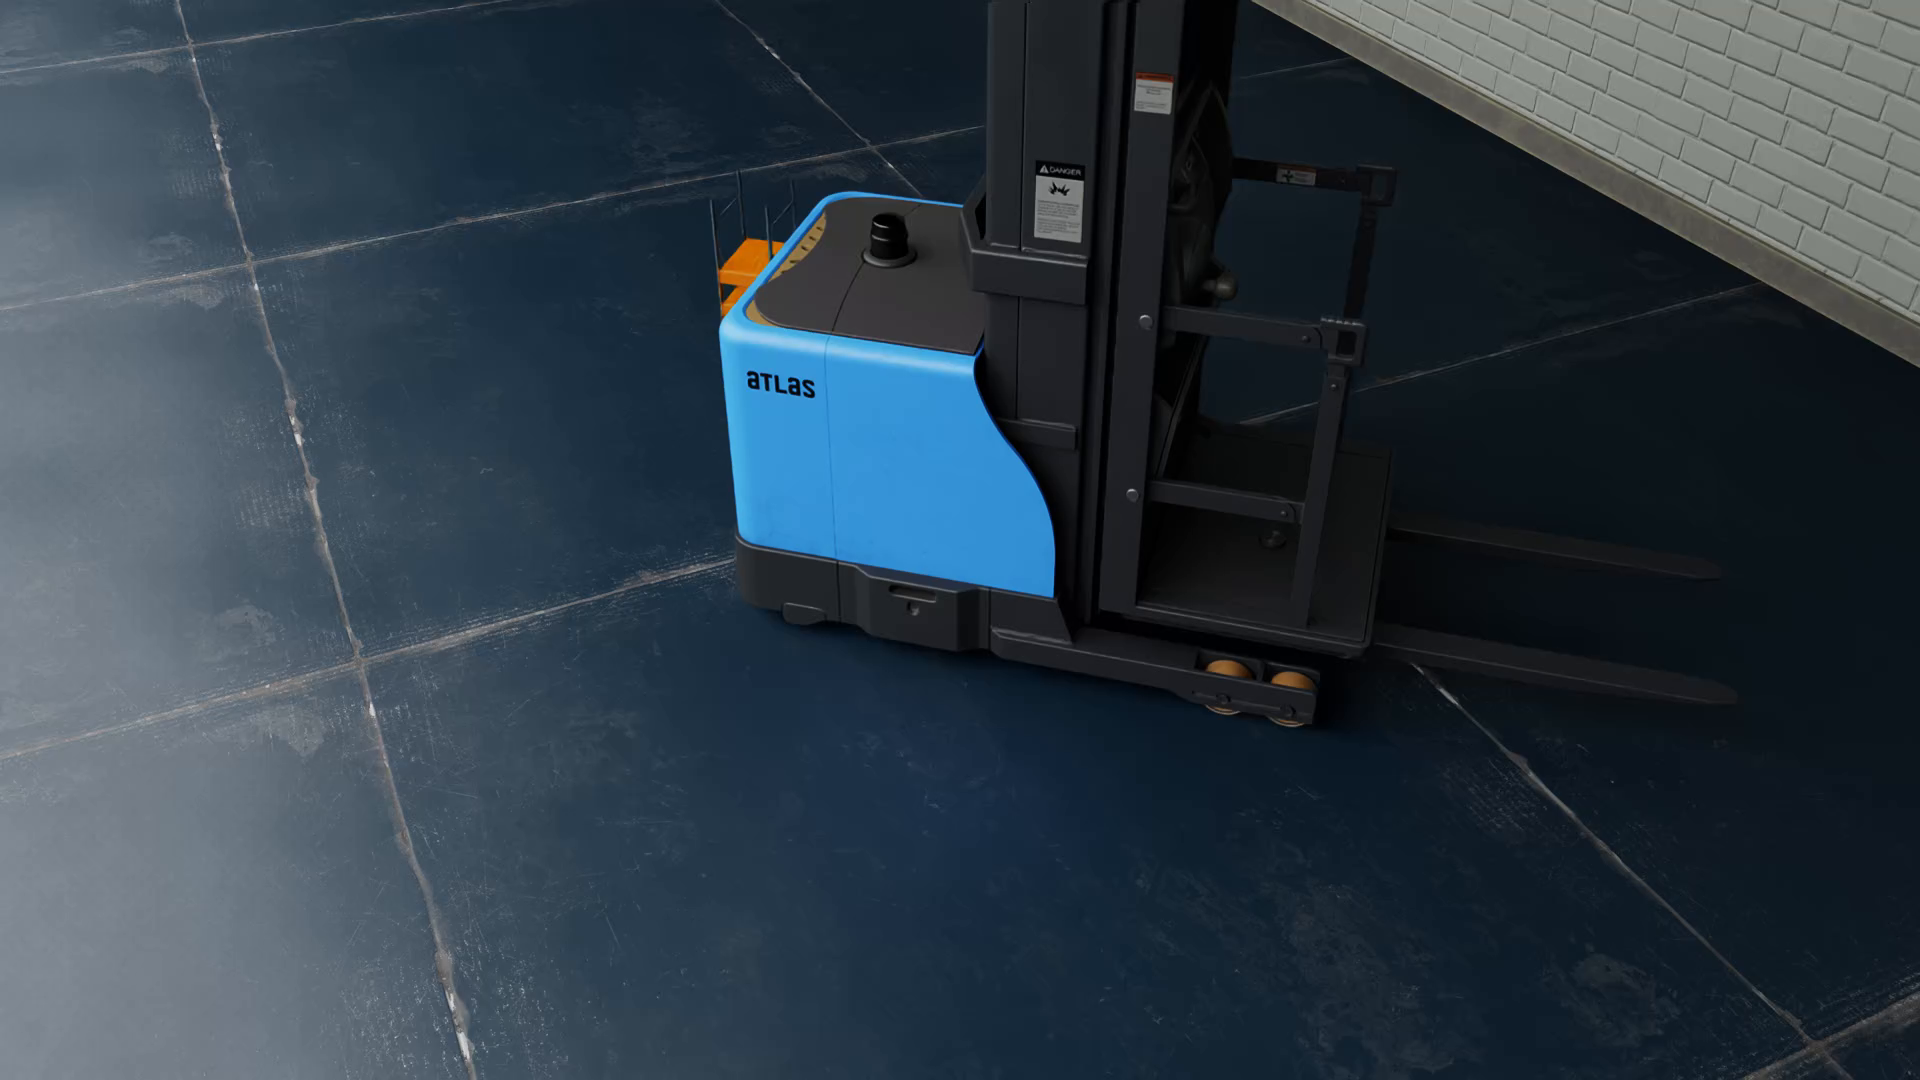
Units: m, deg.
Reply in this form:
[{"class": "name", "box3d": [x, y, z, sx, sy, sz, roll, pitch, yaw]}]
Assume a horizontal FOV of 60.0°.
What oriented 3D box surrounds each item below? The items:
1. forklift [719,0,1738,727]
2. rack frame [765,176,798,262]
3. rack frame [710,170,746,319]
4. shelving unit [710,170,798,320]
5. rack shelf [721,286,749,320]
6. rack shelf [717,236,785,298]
[{"class": "forklift", "box3d": [0.858, -0.970, 4.598, 3.031, 2.935, 1.130, 10, 38, 13]}, {"class": "rack frame", "box3d": [-0.563, -0.609, 5.563, 0.006, 1.200, 0.240, 10, 38, 13]}, {"class": "rack frame", "box3d": [-0.739, -0.639, 5.604, 0.006, 1.200, 0.240, 10, 38, 13]}, {"class": "shelving unit", "box3d": [-0.651, -0.624, 5.584, 0.189, 1.200, 0.258, 10, 38, 13]}, {"class": "rack shelf", "box3d": [-0.651, -0.781, 5.467, 0.180, 0.103, 0.258, 10, 38, 13]}, {"class": "rack shelf", "box3d": [-0.651, -0.877, 5.396, 0.180, 0.103, 0.258, 10, 38, 13]}]
